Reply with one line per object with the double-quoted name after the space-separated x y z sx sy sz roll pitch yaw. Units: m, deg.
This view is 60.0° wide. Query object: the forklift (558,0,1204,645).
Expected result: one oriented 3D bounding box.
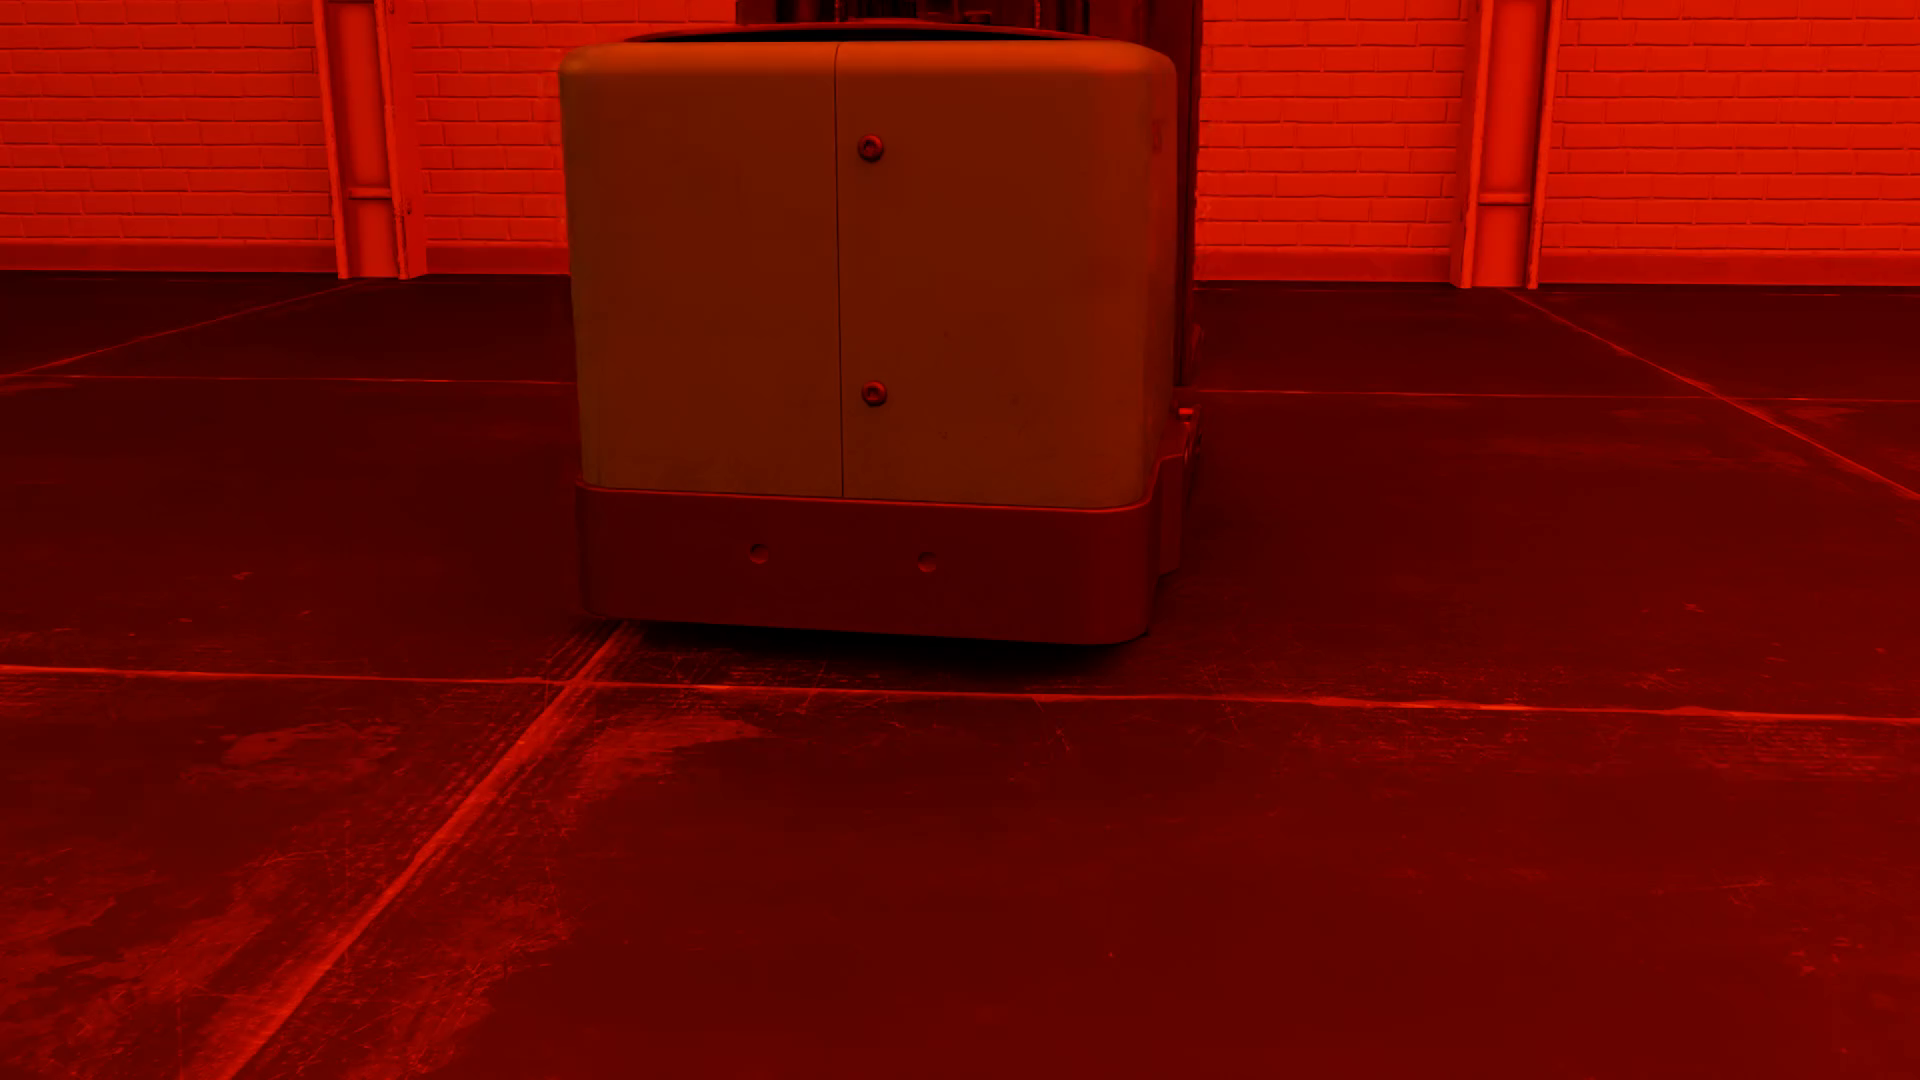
0.060 -1.573 4.013 1.130 2.935 3.031 3 15 10 "forklift"
